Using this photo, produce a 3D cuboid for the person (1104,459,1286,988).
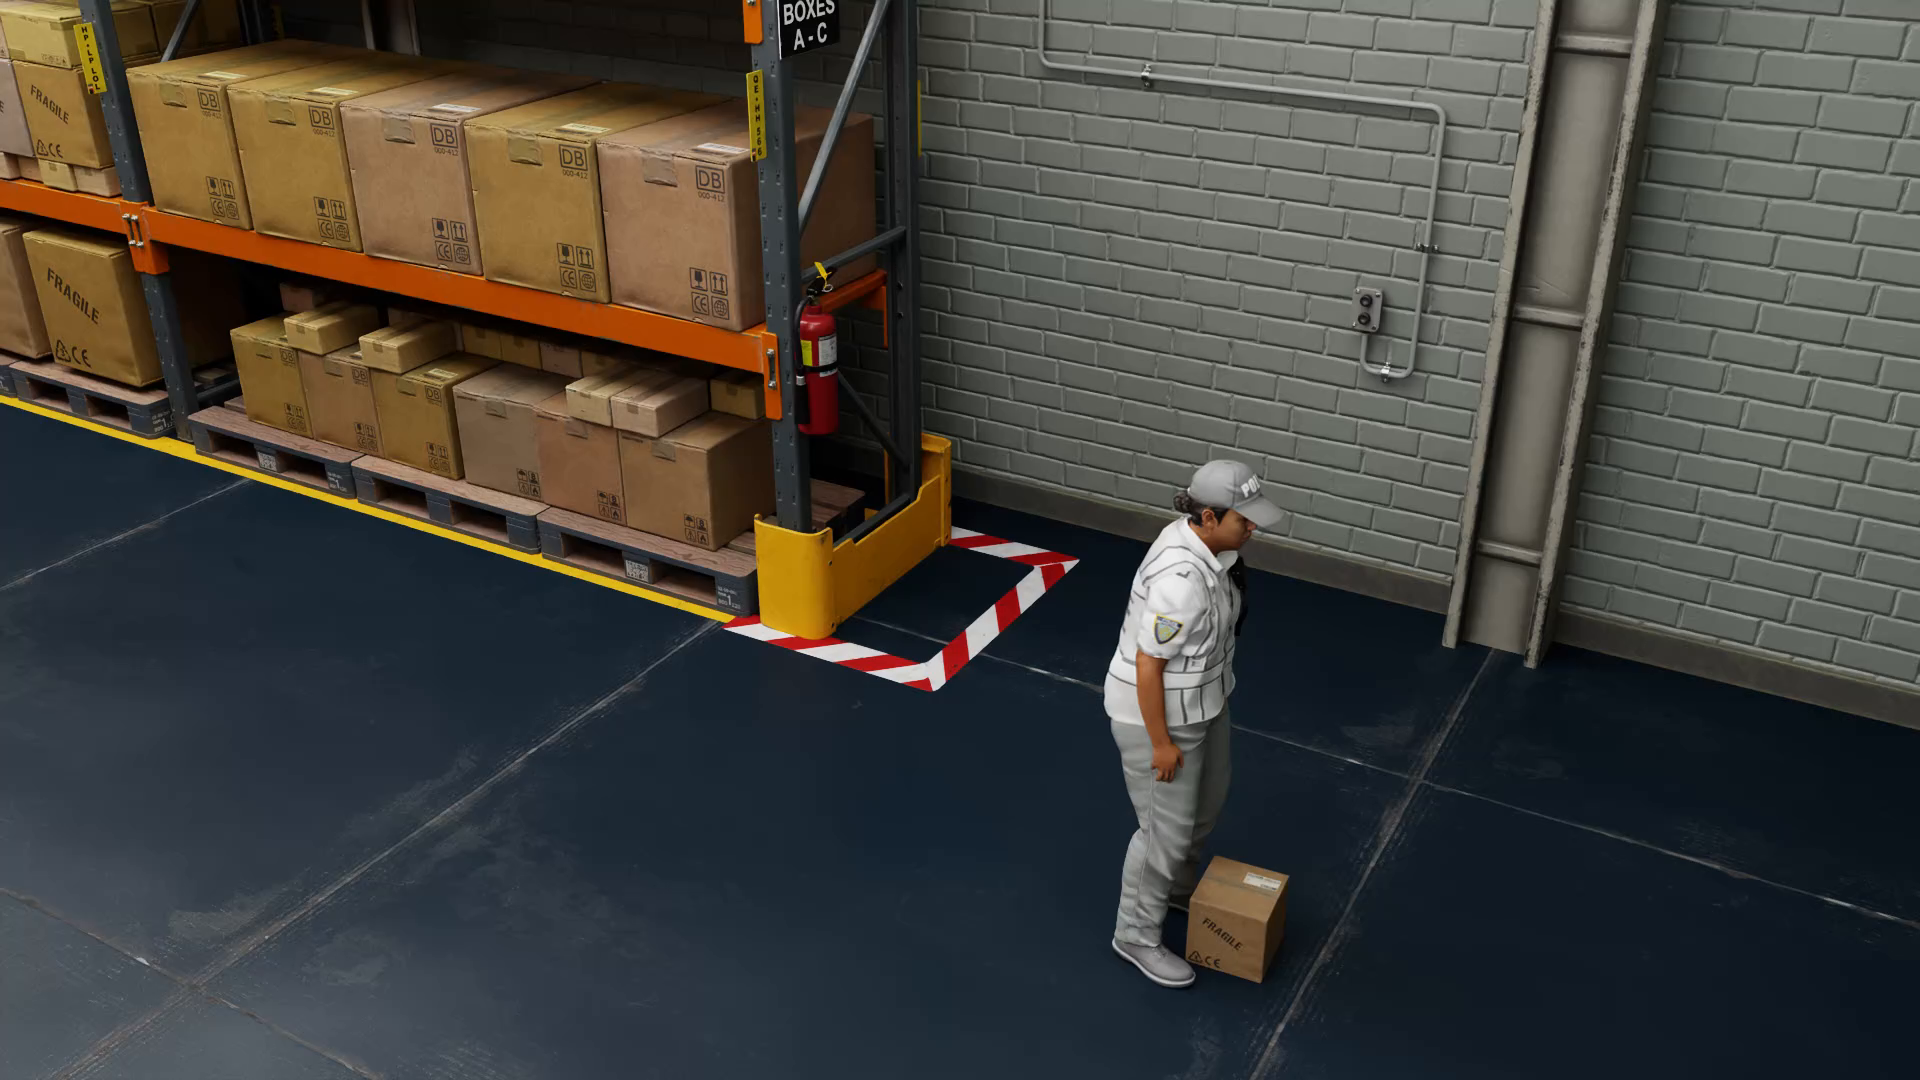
[{"bbox_3d":[0.689,0.526,5.064,0.468,1.665,0.553,13,29,23],"label":"person"}]
